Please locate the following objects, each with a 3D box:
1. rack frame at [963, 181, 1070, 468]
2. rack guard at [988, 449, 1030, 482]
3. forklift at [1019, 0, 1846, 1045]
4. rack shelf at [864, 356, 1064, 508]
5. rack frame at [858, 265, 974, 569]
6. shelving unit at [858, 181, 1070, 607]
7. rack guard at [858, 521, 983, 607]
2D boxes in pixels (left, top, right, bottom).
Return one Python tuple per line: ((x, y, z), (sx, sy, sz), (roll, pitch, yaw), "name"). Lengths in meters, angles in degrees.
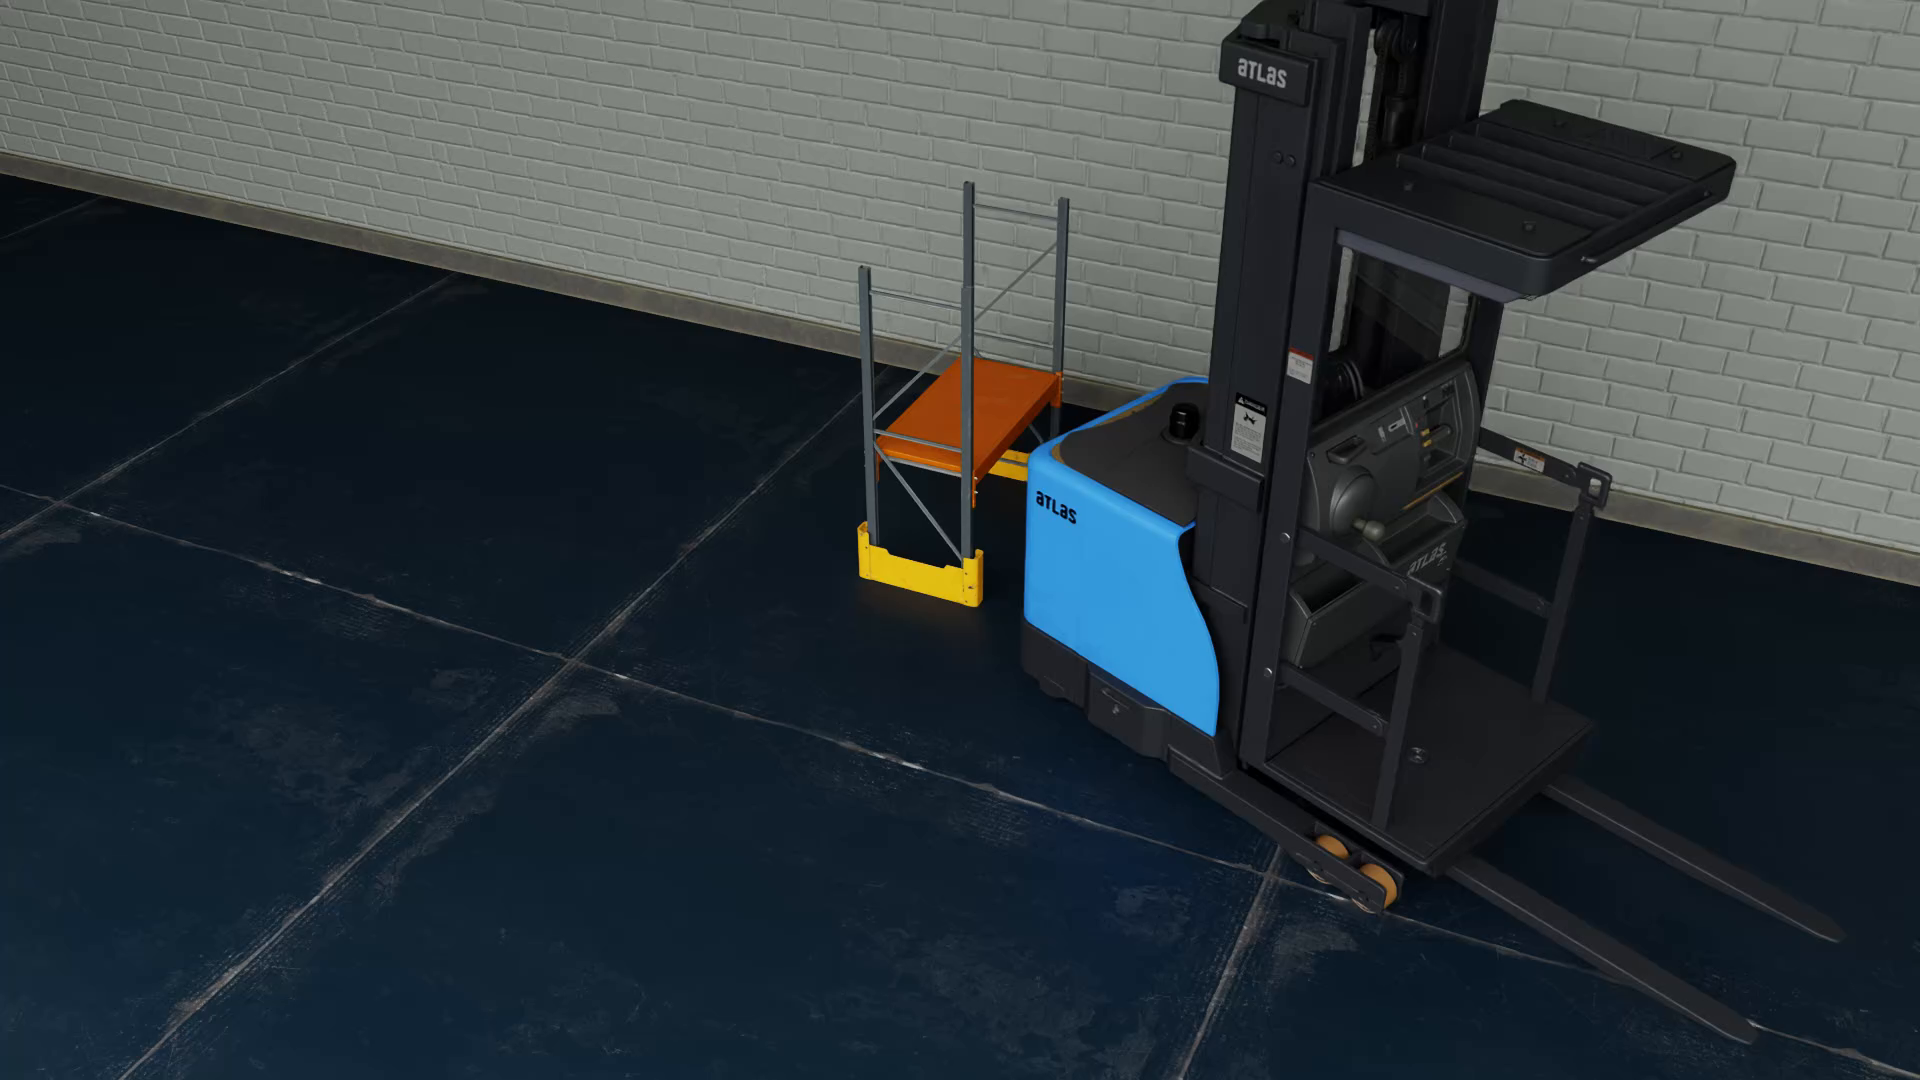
((0.248, -0.923, 7.790), (0.500, 1.500, 0.032), (14, 36, 20), "rack frame")
((0.240, -0.391, 8.118), (0.587, 0.250, 0.087), (14, 36, 20), "rack guard")
((1.608, -0.251, 5.459), (1.130, 2.935, 3.031), (-27, 42, -34), "forklift")
((0.036, -0.519, 7.502), (0.538, 0.185, 1.000), (14, 36, 20), "rack shelf")
((-0.177, -0.417, 7.017), (0.500, 1.500, 0.032), (14, 36, 20), "rack frame")
((0.032, -0.665, 7.397), (0.587, 1.500, 1.083), (14, 36, 20), "shelving unit")
((-0.176, 0.106, 7.361), (0.587, 0.250, 0.087), (14, 36, 20), "rack guard")
